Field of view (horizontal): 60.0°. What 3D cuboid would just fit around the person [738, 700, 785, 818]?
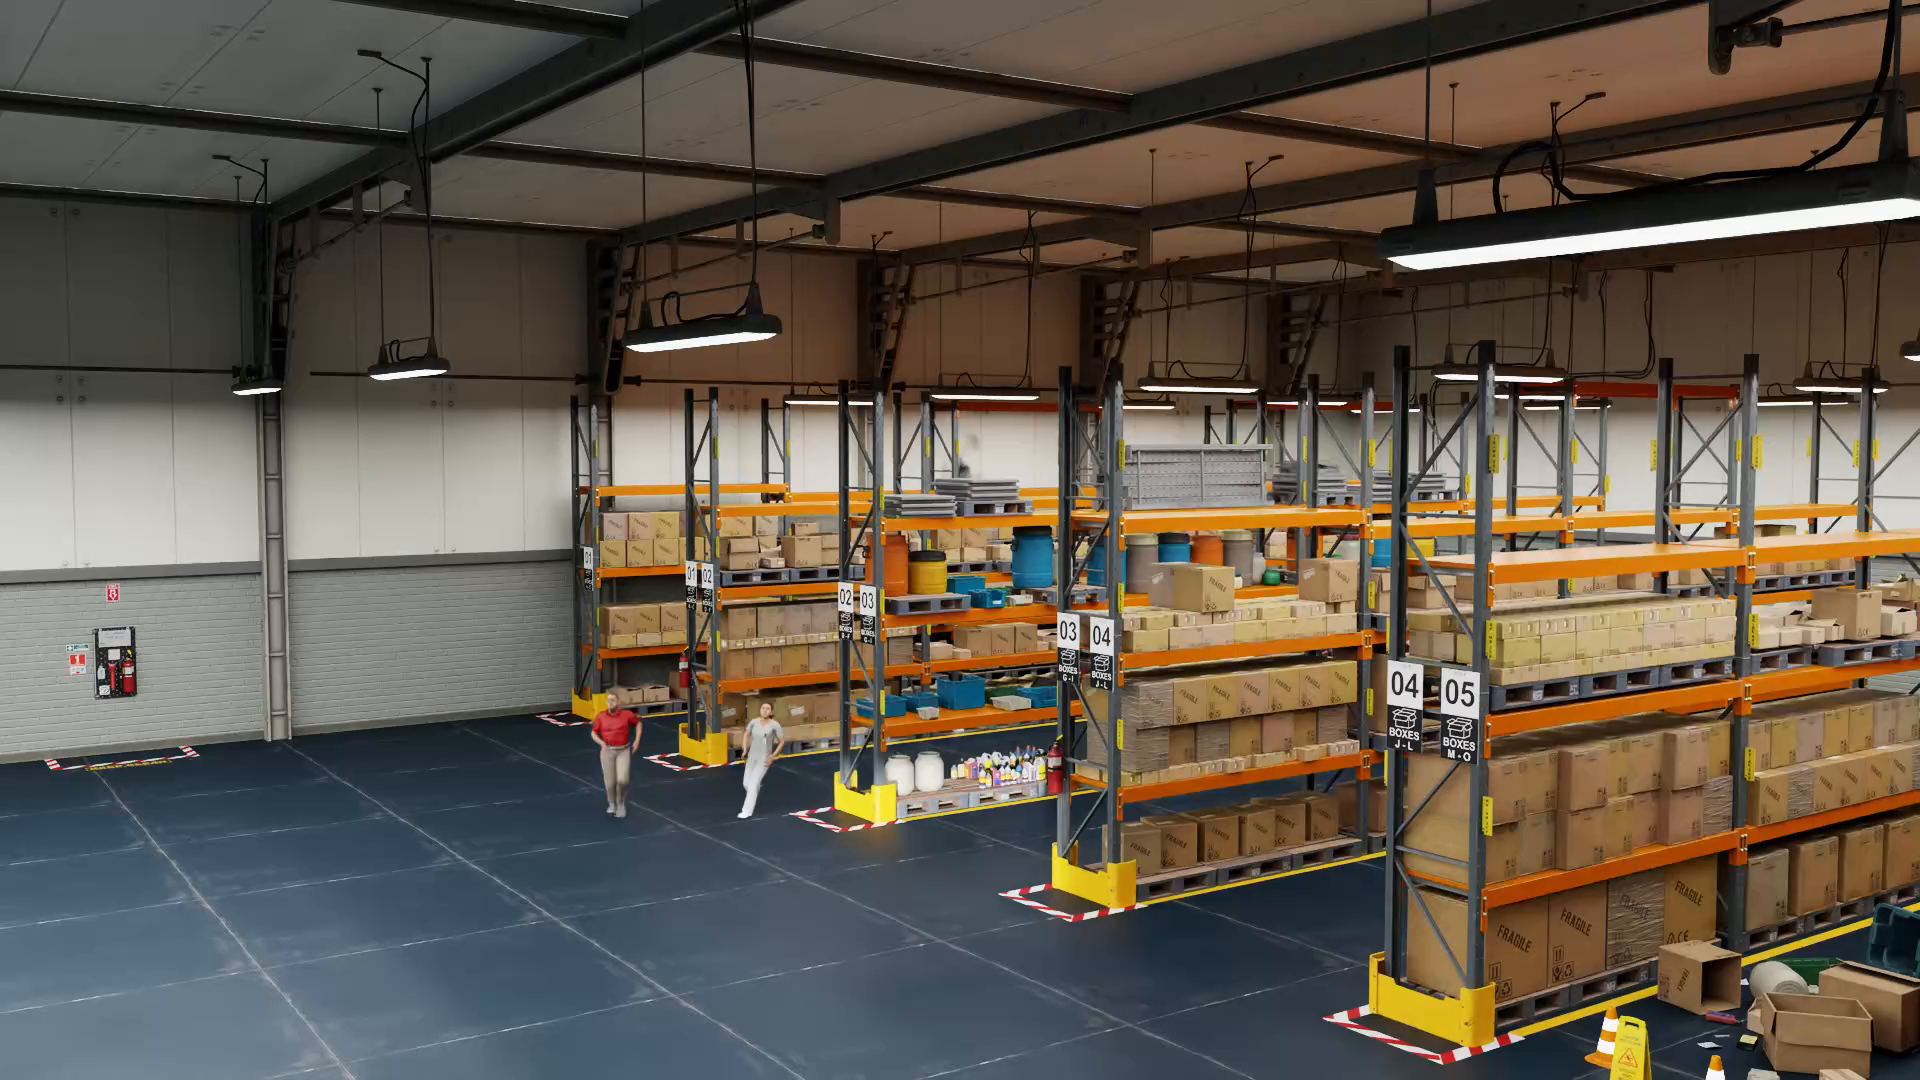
[{"bbox_3d":[-2.702,2.997,22.802,0.595,1.582,0.569,1,4,12],"label":"person"}]

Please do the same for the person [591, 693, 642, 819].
[{"bbox_3d":[-4.715,2.959,22.780,0.673,1.728,0.694,0,3,-6],"label":"person"}]
